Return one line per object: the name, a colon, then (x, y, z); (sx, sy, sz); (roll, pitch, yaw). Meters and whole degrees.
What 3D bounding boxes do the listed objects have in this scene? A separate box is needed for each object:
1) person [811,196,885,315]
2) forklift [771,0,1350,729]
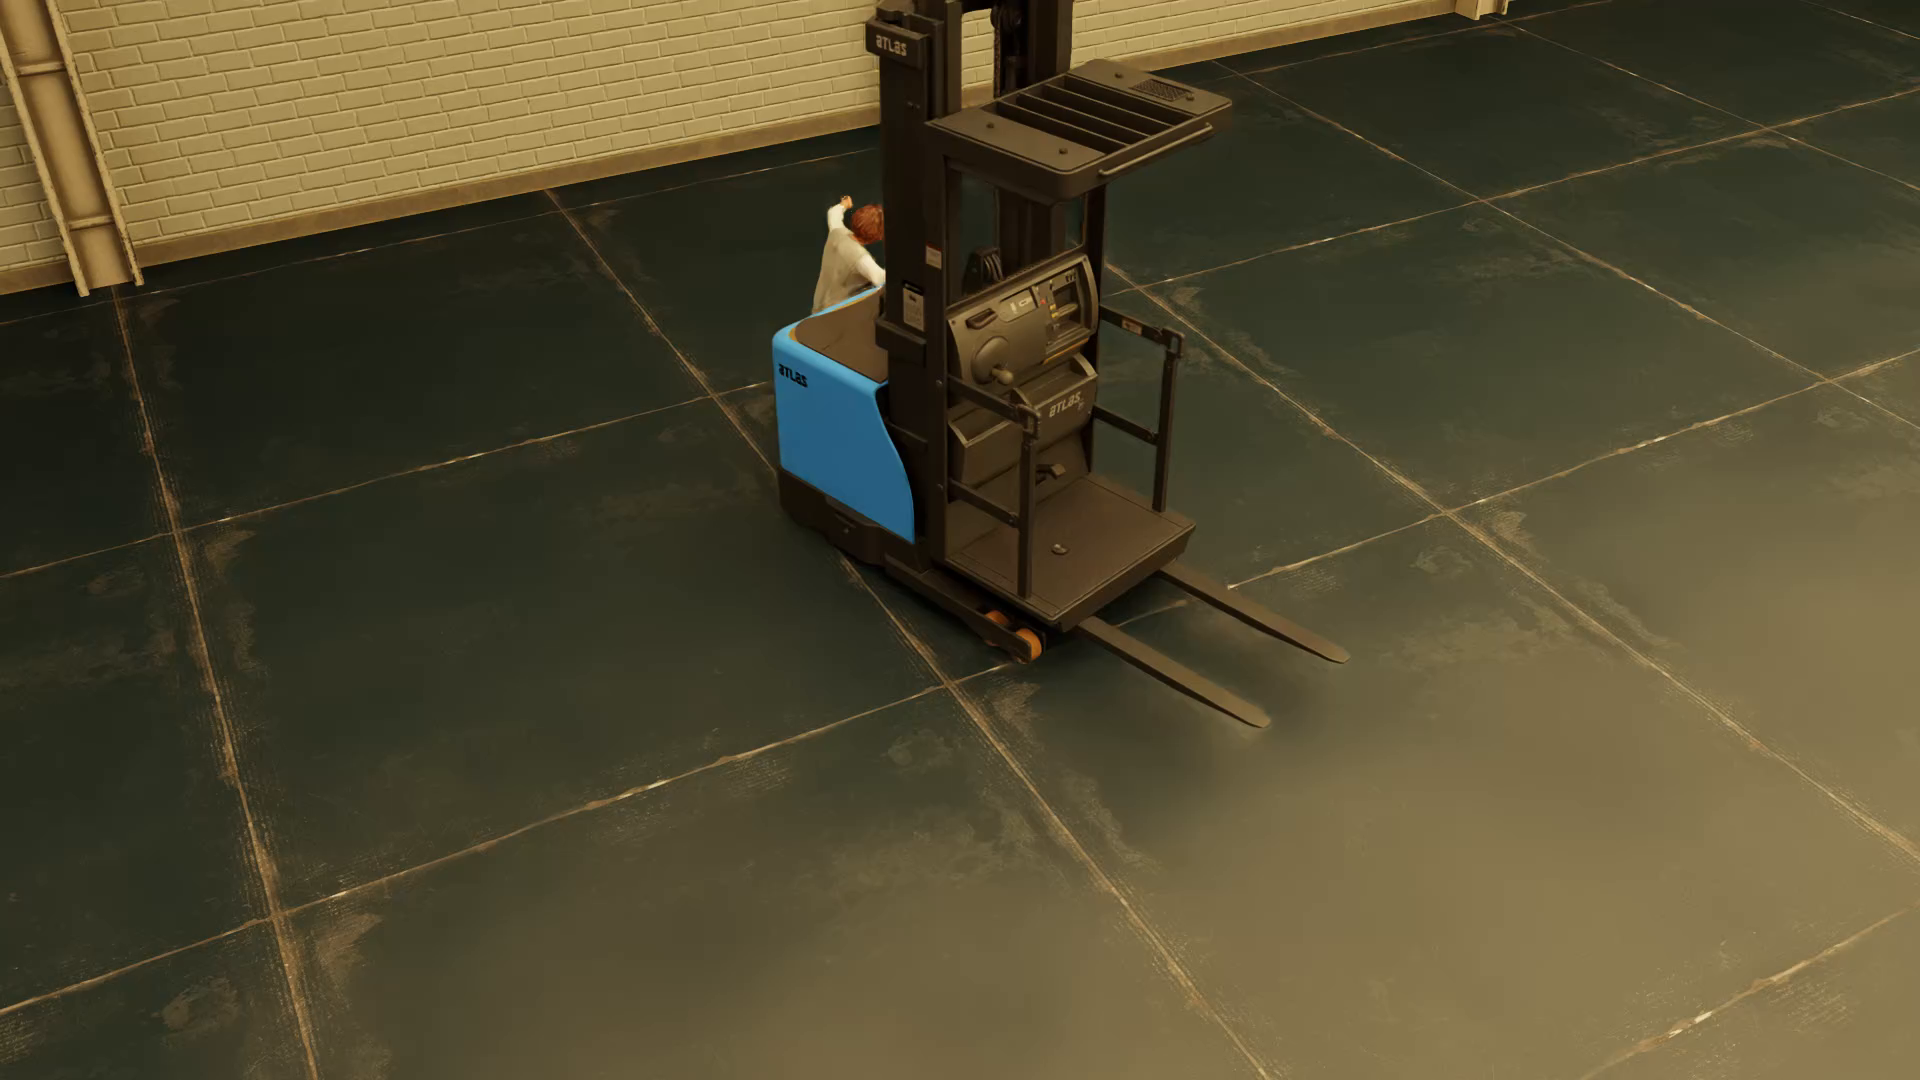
person: (-0.489, -1.271, 9.327); (0.732, 1.315, 1.360); (-14, 38, -19)
forklift: (0.450, -0.955, 7.474); (3.031, 2.935, 1.130); (29, 45, 35)
